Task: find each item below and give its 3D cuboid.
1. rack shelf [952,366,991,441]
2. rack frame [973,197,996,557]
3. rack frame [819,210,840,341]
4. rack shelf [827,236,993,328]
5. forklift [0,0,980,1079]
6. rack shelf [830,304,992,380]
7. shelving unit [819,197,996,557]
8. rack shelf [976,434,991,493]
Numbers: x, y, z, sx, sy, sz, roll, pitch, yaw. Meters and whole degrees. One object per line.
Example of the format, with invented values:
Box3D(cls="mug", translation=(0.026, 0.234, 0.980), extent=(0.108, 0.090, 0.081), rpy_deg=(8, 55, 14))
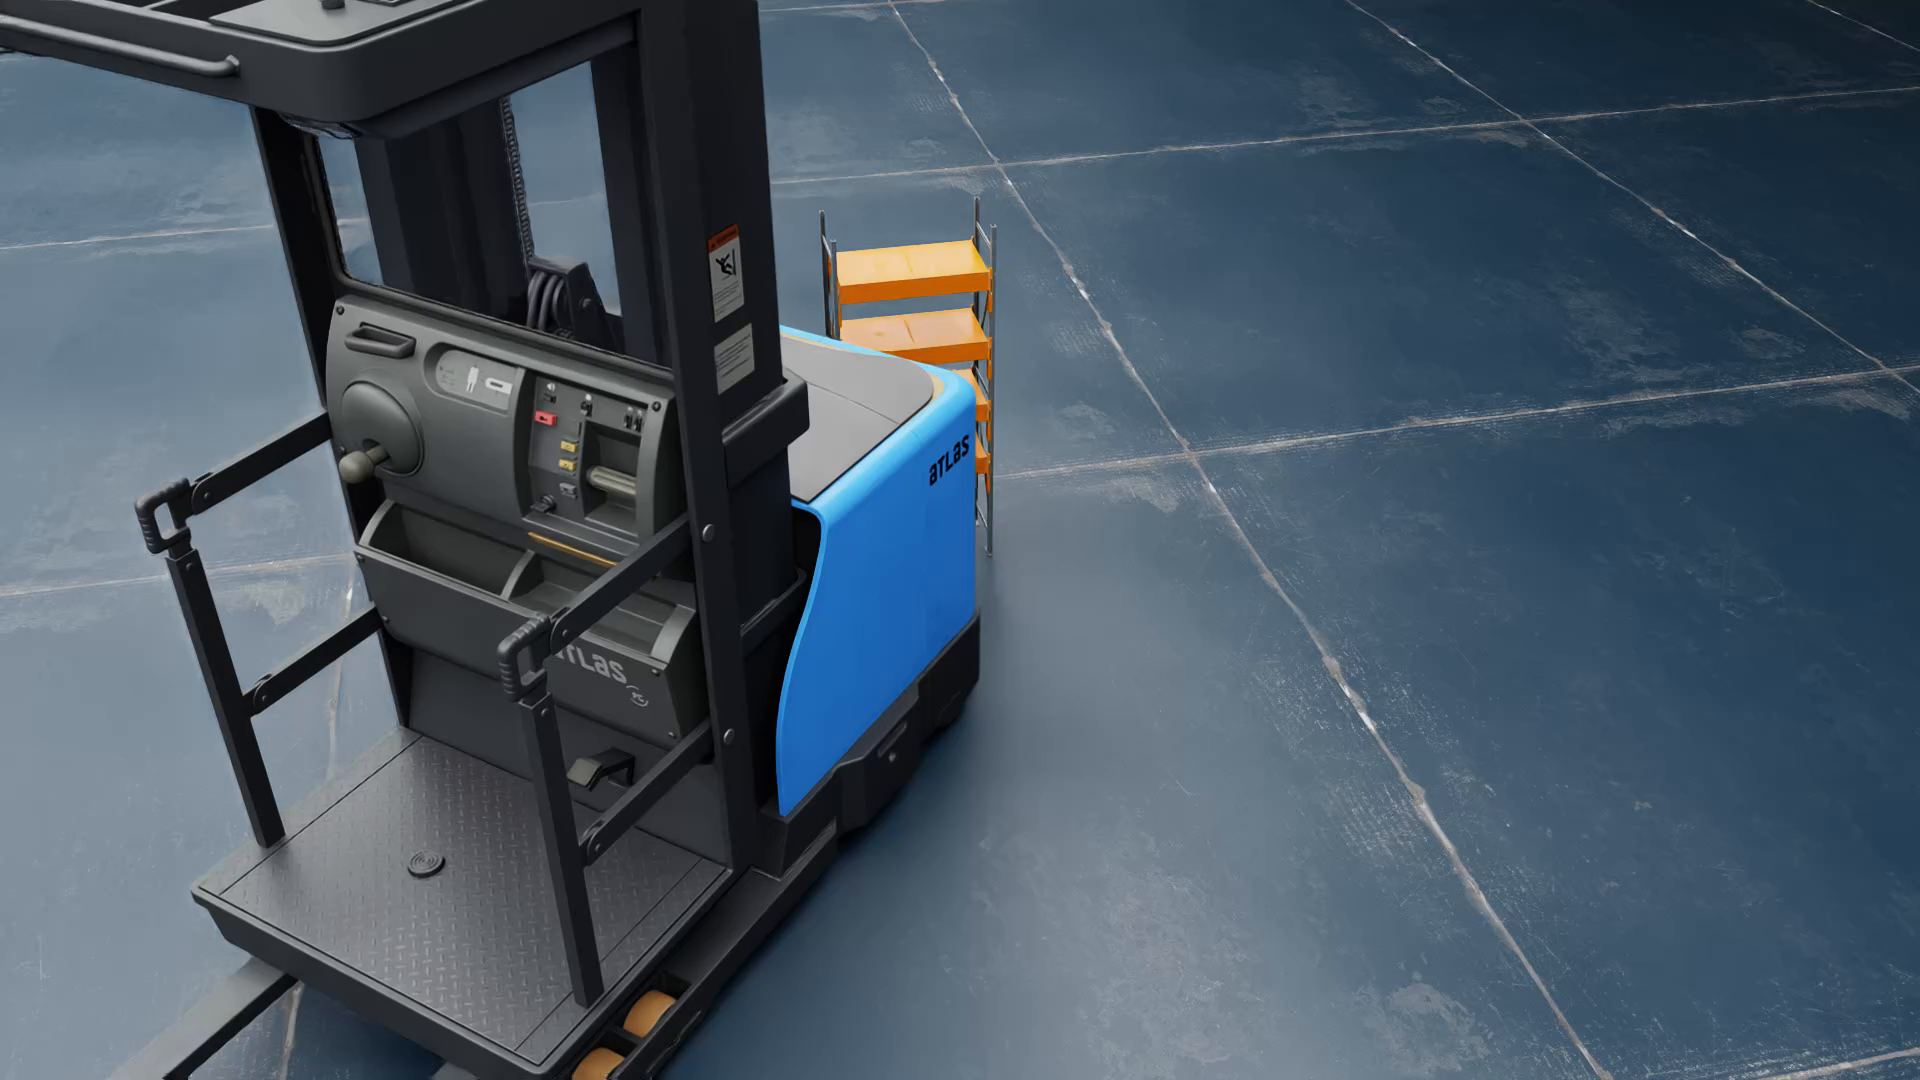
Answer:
Box3D(cls="rack shelf", translation=(-0.161, -0.422, 5.423), extent=(0.480, 0.148, 0.258), rpy_deg=(-7, 35, -11))
Box3D(cls="rack frame", translation=(0.077, -0.508, 5.430), extent=(0.015, 1.200, 0.240), rpy_deg=(-7, 35, -11))
Box3D(cls="rack frame", translation=(-0.399, -0.448, 5.341), extent=(0.015, 1.200, 0.240), rpy_deg=(-7, 35, -11))
Box3D(cls="rack shelf", translation=(-0.161, -0.804, 5.166), extent=(0.480, 0.148, 0.258), rpy_deg=(-7, 35, -11))
Box3D(cls="forklift", translation=(-1.106, -0.186, 3.397), extent=(1.130, 2.935, 3.031), rpy_deg=(18, 38, 24))
Box3D(cls="rack shelf", translation=(-0.161, -0.608, 5.298), extent=(0.480, 0.148, 0.258), rpy_deg=(-7, 35, -11))
Box3D(cls="shelving unit", translation=(-0.161, -0.478, 5.385), extent=(0.503, 1.200, 0.258), rpy_deg=(-7, 35, -11))
Box3D(cls="rack shelf", translation=(-0.161, -0.257, 5.533), extent=(0.480, 0.148, 0.258), rpy_deg=(-7, 35, -11))
